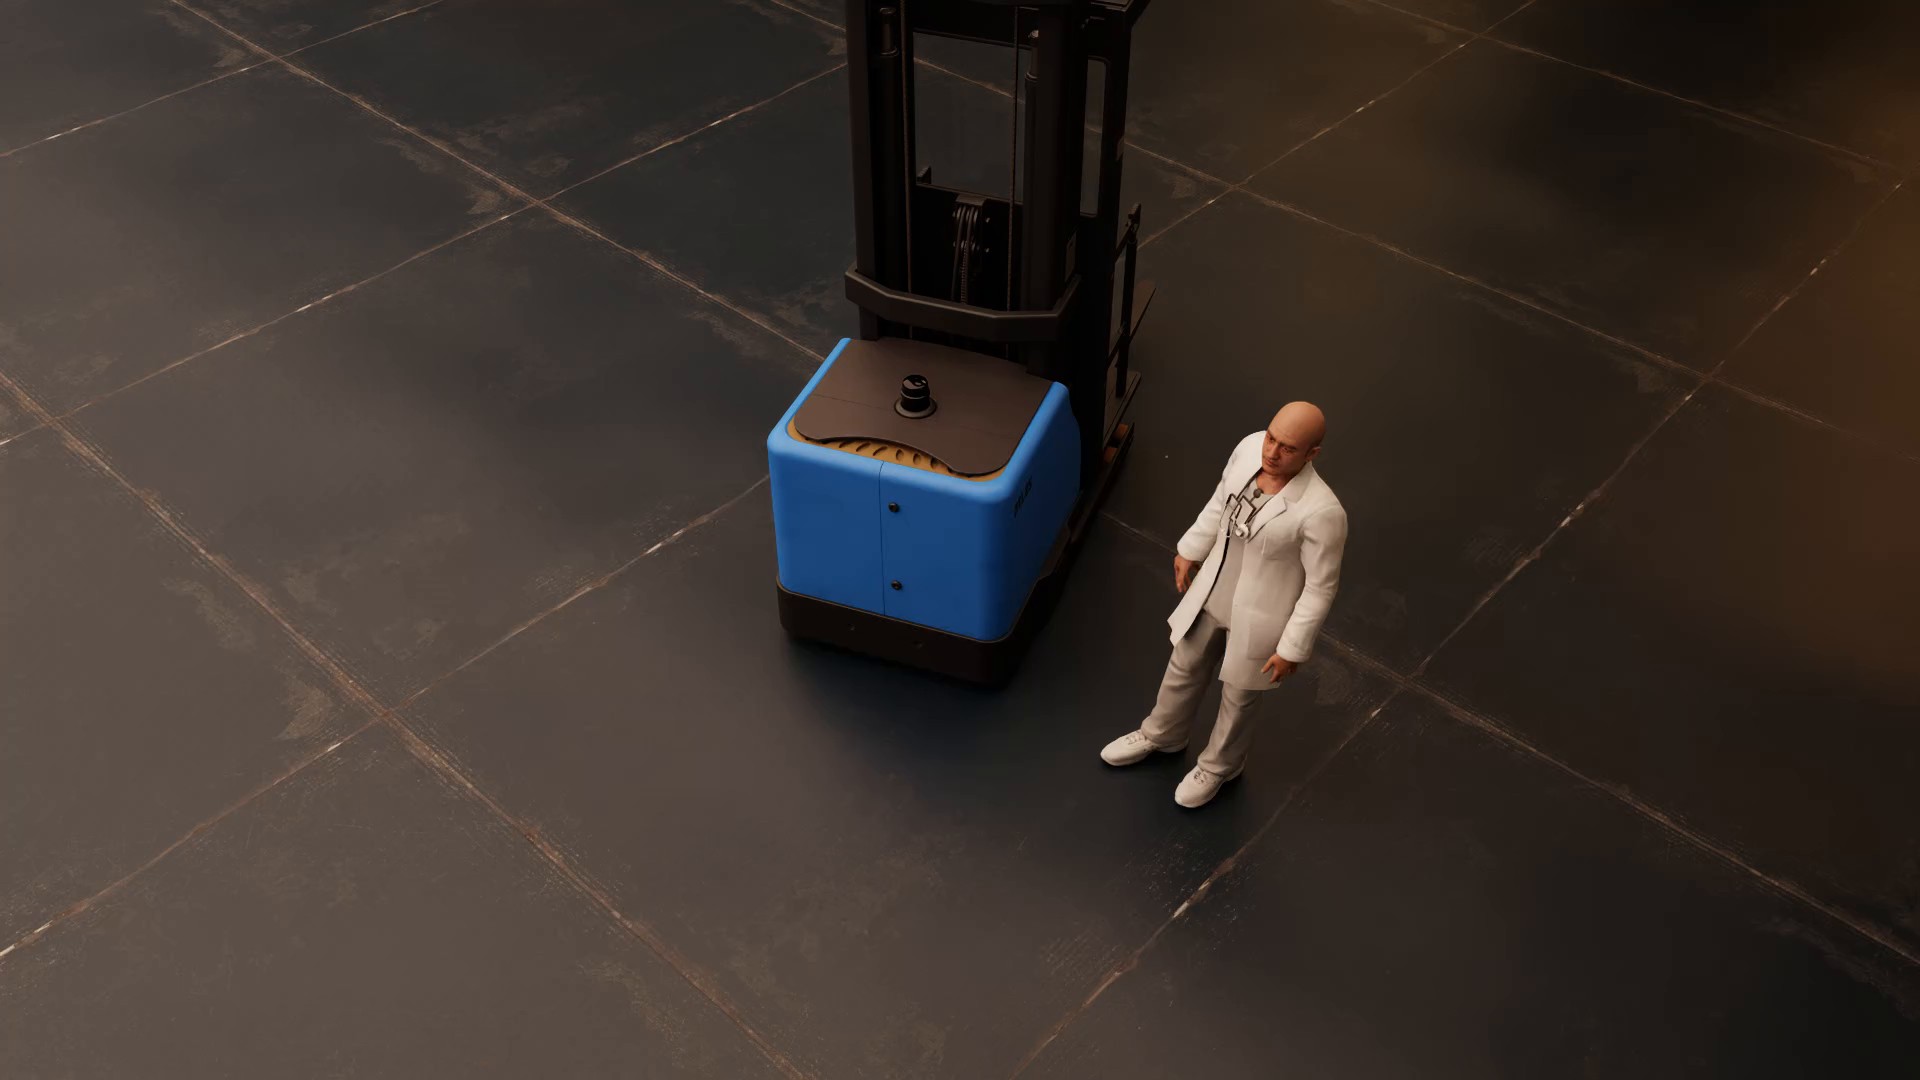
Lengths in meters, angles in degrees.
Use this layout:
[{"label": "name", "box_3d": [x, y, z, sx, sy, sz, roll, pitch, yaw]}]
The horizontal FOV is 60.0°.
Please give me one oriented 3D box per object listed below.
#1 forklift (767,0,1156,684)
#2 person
[{"label": "forklift", "box_3d": [0.211, -1.484, 7.158, 1.130, 2.935, 3.031, 14, 42, 15]}, {"label": "person", "box_3d": [0.956, 0.273, 5.984, 0.578, 1.779, 0.698, -22, 45, -24]}]
